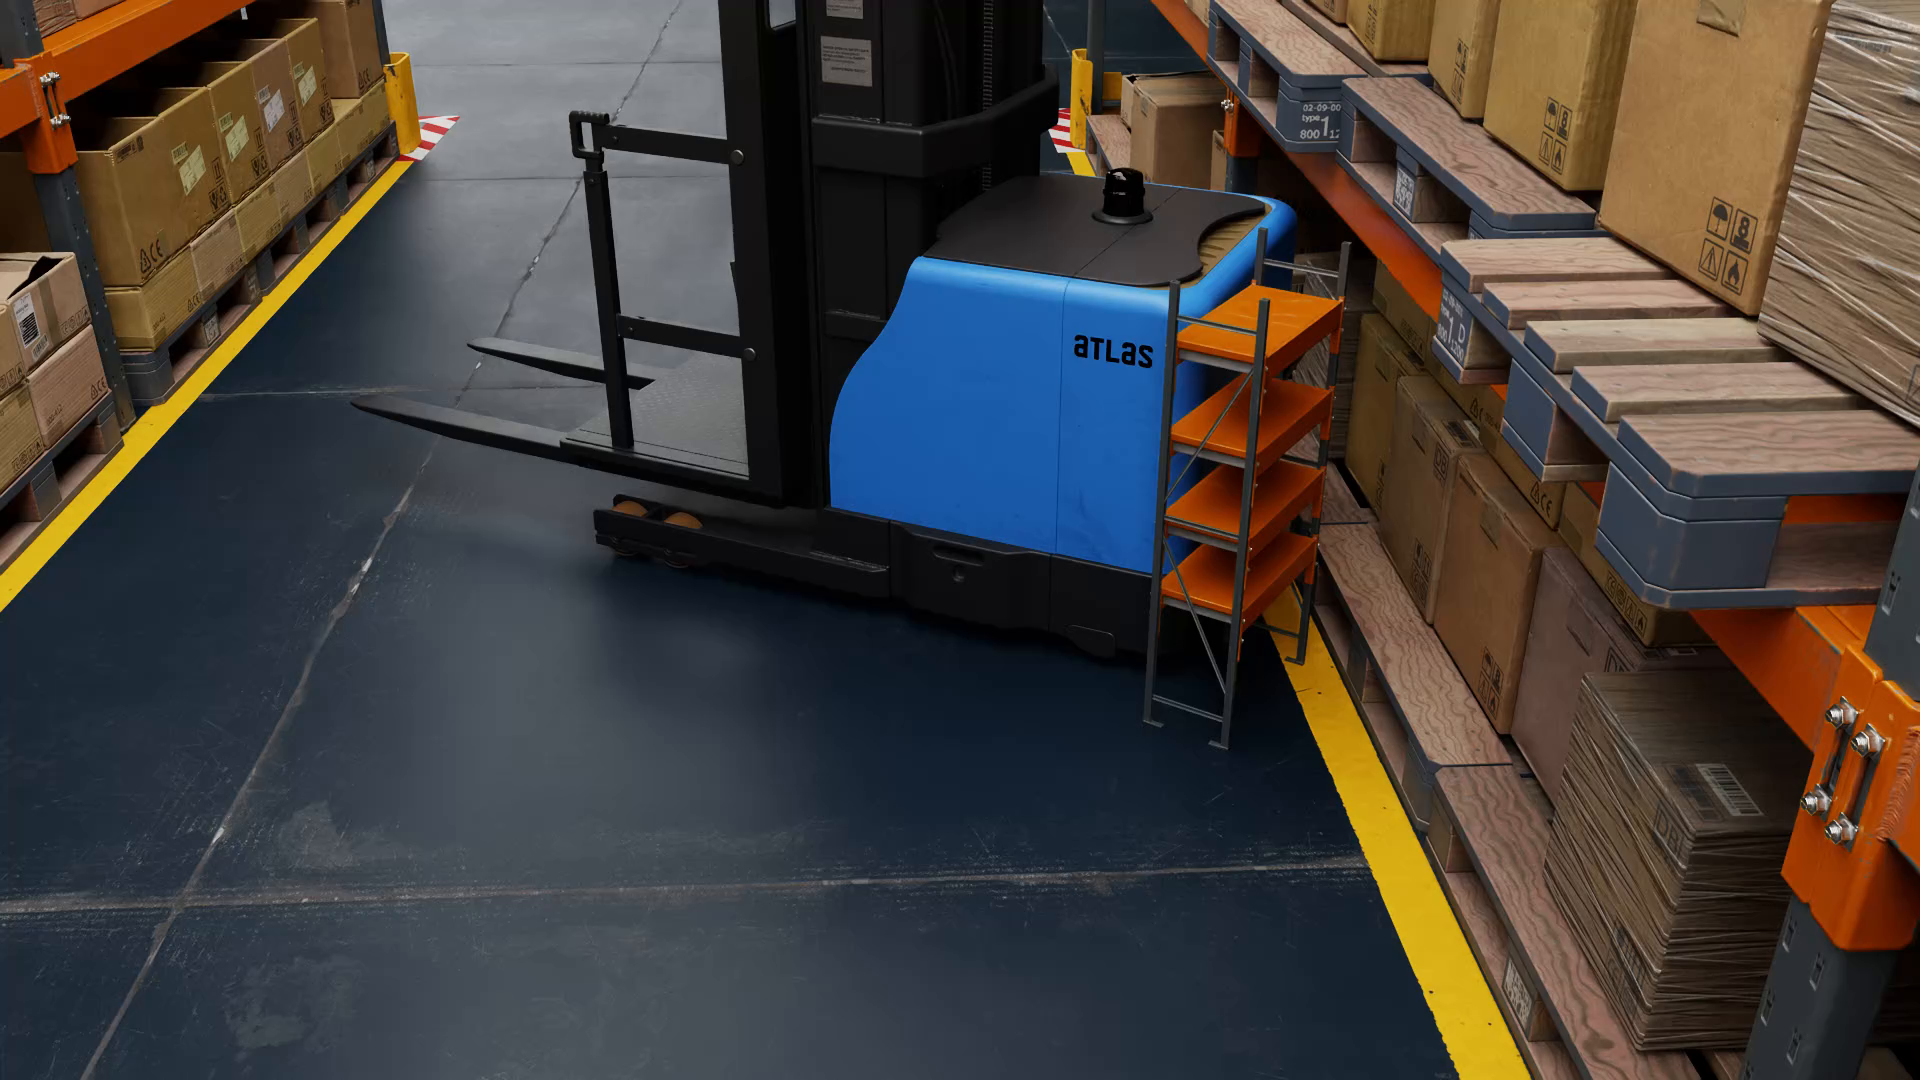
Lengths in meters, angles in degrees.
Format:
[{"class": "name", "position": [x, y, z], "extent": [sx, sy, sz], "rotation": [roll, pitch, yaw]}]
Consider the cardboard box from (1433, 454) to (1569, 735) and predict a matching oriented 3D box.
[{"class": "cardboard box", "position": [1.595, 0.113, 4.016], "extent": [0.700, 0.500, 0.500], "rotation": [-2, 28, -3]}]

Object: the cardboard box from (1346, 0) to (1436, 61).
[{"class": "cardboard box", "position": [1.455, -1.592, 4.474], "extent": [0.700, 0.500, 0.500], "rotation": [1, 28, 3]}]

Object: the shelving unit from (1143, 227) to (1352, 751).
[{"class": "shelving unit", "position": [0.715, -0.123, 4.188], "extent": [0.258, 1.200, 0.503], "rotation": [17, 32, 29]}]

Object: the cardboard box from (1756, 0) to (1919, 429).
[{"class": "cardboard box", "position": [1.615, -0.455, 2.296], "extent": [0.700, 0.500, 0.500], "rotation": [-5, 28, -9]}]

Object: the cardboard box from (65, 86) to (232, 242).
[{"class": "cardboard box", "position": [-3.252, -1.477, 6.547], "extent": [0.500, 0.500, 0.500], "rotation": [-1, 28, -3]}]

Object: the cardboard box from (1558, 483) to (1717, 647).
[{"class": "cardboard box", "position": [1.593, -0.014, 3.450], "extent": [0.500, 0.250, 0.500], "rotation": [-1, 28, -2]}]

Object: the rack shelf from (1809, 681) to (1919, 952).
[{"class": "rack shelf", "position": [1.754, 1.243, 0.400], "extent": [1.077, 0.370, 4.000], "rotation": [-1, 28, -3]}]

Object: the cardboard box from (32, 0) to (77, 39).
[{"class": "cardboard box", "position": [-3.535, -1.974, 5.683], "extent": [0.700, 0.500, 0.500], "rotation": [-2, 28, -4]}]

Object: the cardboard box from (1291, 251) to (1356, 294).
[{"class": "cardboard box", "position": [1.383, -1.032, 6.572], "extent": [0.380, 0.166, 0.250], "rotation": [-5, 28, -9]}]

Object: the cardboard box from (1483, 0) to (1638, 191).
[{"class": "cardboard box", "position": [1.528, -1.030, 3.398], "extent": [0.700, 0.500, 0.500], "rotation": [-1, 28, -3]}]

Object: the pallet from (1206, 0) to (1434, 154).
[{"class": "pallet", "position": [1.335, -1.405, 4.908], "extent": [1.003, 0.211, 1.213], "rotation": [-1, 28, -3]}]

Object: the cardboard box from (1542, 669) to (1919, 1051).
[{"class": "cardboard box", "position": [1.560, 0.583, 3.116], "extent": [0.700, 0.500, 0.500], "rotation": [-1, 28, -2]}]

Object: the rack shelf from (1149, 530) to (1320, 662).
[{"class": "rack shelf", "position": [0.715, 0.113, 4.311], "extent": [0.258, 0.148, 0.480], "rotation": [17, 32, 29]}]

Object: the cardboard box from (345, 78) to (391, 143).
[{"class": "cardboard box", "position": [-3.392, -2.299, 8.933], "extent": [0.500, 0.250, 0.500], "rotation": [-1, 28, -3]}]

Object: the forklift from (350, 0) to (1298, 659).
[{"class": "forklift", "position": [-0.568, -1.420, 4.803], "extent": [3.031, 2.935, 1.130], "rotation": [12, 30, 22]}]

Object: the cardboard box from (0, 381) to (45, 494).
[{"class": "cardboard box", "position": [-3.170, -0.274, 5.051], "extent": [0.500, 0.250, 0.500], "rotation": [-2, 28, -3]}]

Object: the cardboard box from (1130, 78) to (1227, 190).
[{"class": "cardboard box", "position": [1.196, -1.855, 7.791], "extent": [0.700, 0.500, 0.500], "rotation": [-3, 28, -6]}]

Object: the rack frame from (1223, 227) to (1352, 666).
[{"class": "rack frame", "position": [0.848, -0.218, 4.370], "extent": [0.240, 1.200, 0.015], "rotation": [17, 32, 29]}]

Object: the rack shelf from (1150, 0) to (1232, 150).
[{"class": "rack shelf", "position": [1.336, -2.451, 7.484], "extent": [1.077, 0.370, 4.000], "rotation": [-1, 28, -3]}]

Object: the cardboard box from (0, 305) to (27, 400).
[{"class": "cardboard box", "position": [-3.165, -0.521, 4.917], "extent": [0.500, 0.311, 0.500], "rotation": [-1, 28, -1]}]

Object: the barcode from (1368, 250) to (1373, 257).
[{"class": "barcode", "position": [1.696, -1.209, 6.854], "extent": [0.001, 0.075, 0.075], "rotation": [-1, 28, -3]}]

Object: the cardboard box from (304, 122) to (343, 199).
[{"class": "cardboard box", "position": [-3.326, -1.837, 8.049], "extent": [0.500, 0.250, 0.500], "rotation": [-1, 28, -3]}]

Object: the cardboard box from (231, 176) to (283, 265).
[{"class": "cardboard box", "position": [-3.269, -1.376, 7.163], "extent": [0.500, 0.250, 0.500], "rotation": [-1, 28, -3]}]

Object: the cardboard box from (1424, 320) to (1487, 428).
[{"class": "cardboard box", "position": [1.553, -0.483, 4.348], "extent": [0.500, 0.250, 0.500], "rotation": [-2, 28, -4]}]

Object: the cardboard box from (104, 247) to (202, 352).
[{"class": "cardboard box", "position": [-3.227, -0.914, 6.277], "extent": [0.500, 0.250, 0.500], "rotation": [-1, 28, -3]}]

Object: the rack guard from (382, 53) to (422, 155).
[{"class": "rack guard", "position": [-3.716, -2.475, 9.455], "extent": [1.175, 0.500, 0.348], "rotation": [-1, 28, -3]}]

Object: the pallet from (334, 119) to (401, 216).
[{"class": "pallet", "position": [-3.633, -1.984, 8.825], "extent": [1.003, 0.211, 1.213], "rotation": [-1, 28, -3]}]

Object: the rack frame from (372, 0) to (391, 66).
[{"class": "rack frame", "position": [-3.715, -3.572, 8.856], "extent": [1.000, 3.000, 0.127], "rotation": [-1, 28, -3]}]

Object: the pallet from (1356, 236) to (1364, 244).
[{"class": "pallet", "position": [1.304, -1.484, 7.867], "extent": [1.003, 0.211, 1.213], "rotation": [-1, 28, -3]}]

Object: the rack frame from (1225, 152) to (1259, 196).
[{"class": "rack frame", "position": [1.441, -1.846, 5.547], "extent": [1.000, 3.000, 0.127], "rotation": [-1, 28, -3]}]

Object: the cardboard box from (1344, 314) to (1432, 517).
[{"class": "cardboard box", "position": [1.573, -0.356, 4.917], "extent": [0.700, 0.500, 0.500], "rotation": [-2, 28, -4]}]

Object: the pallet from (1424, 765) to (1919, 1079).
[{"class": "pallet", "position": [1.610, 0.876, 3.342], "extent": [1.003, 0.211, 1.213], "rotation": [-1, 28, -3]}]

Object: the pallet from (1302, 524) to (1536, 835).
[{"class": "pallet", "position": [1.550, 0.314, 4.419], "extent": [1.003, 0.211, 1.213], "rotation": [-1, 28, -3]}]

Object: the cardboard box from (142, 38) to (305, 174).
[{"class": "cardboard box", "position": [-3.298, -1.939, 7.432], "extent": [0.500, 0.500, 0.500], "rotation": [-1, 28, -3]}]

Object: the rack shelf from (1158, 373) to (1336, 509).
[{"class": "rack shelf", "position": [0.715, -0.262, 4.116], "extent": [0.258, 0.148, 0.480], "rotation": [17, 32, 29]}]

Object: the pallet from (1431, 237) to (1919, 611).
[{"class": "pallet", "position": [1.506, -0.241, 2.675], "extent": [1.213, 0.211, 1.003], "rotation": [-1, 28, -3]}]

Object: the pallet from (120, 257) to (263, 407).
[{"class": "pallet", "position": [-3.506, -0.857, 6.665], "extent": [1.003, 0.211, 1.213], "rotation": [-1, 28, -3]}]

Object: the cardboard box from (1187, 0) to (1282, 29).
[{"class": "cardboard box", "position": [1.113, -2.000, 5.982], "extent": [0.500, 0.250, 0.500], "rotation": [-1, 28, -3]}]

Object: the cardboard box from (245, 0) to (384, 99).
[{"class": "cardboard box", "position": [-3.390, -2.631, 8.760], "extent": [0.500, 0.500, 0.500], "rotation": [-1, 28, -3]}]
